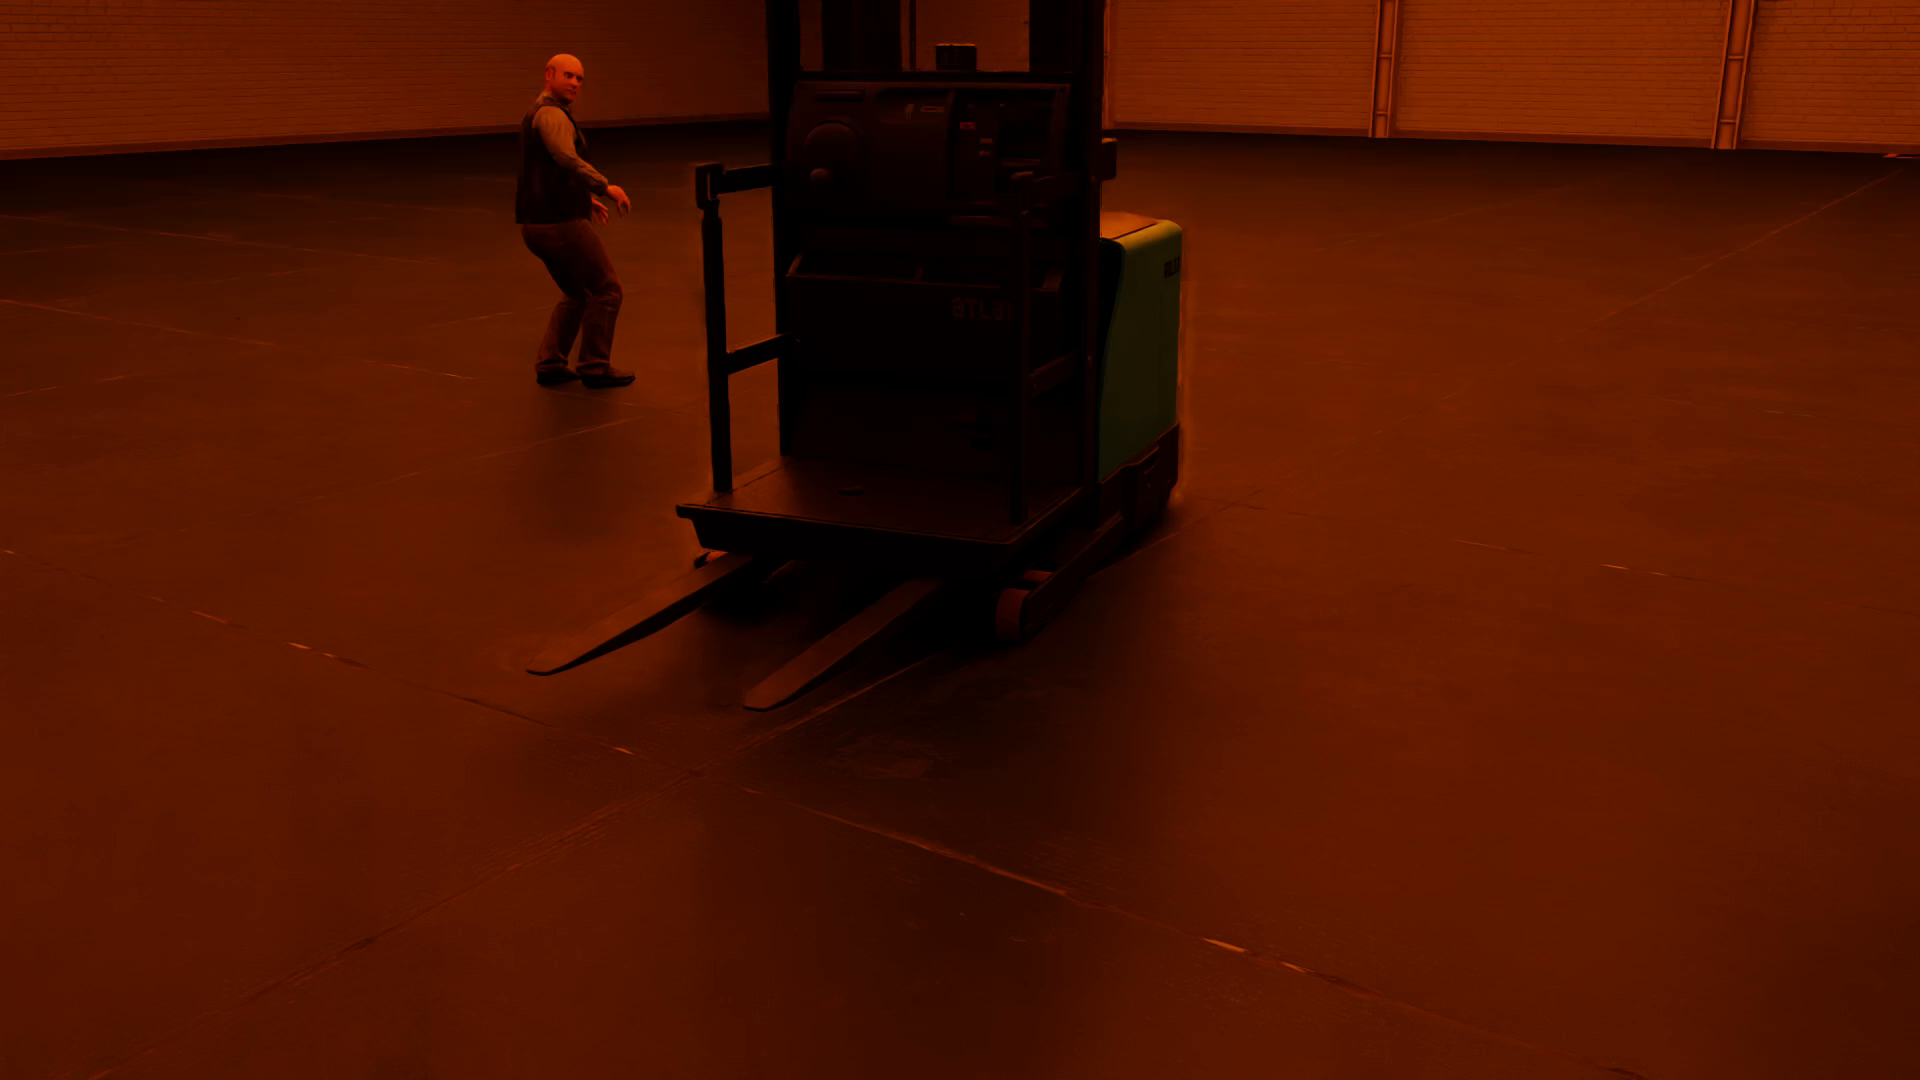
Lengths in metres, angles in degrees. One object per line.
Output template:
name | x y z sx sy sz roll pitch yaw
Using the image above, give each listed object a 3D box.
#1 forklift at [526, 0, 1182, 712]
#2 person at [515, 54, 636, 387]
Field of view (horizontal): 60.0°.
forklift | -0.188 -1.234 4.959 1.130 2.935 3.031 7 18 21
person | -1.967 -1.603 8.465 0.572 1.675 0.764 -10 19 -30
